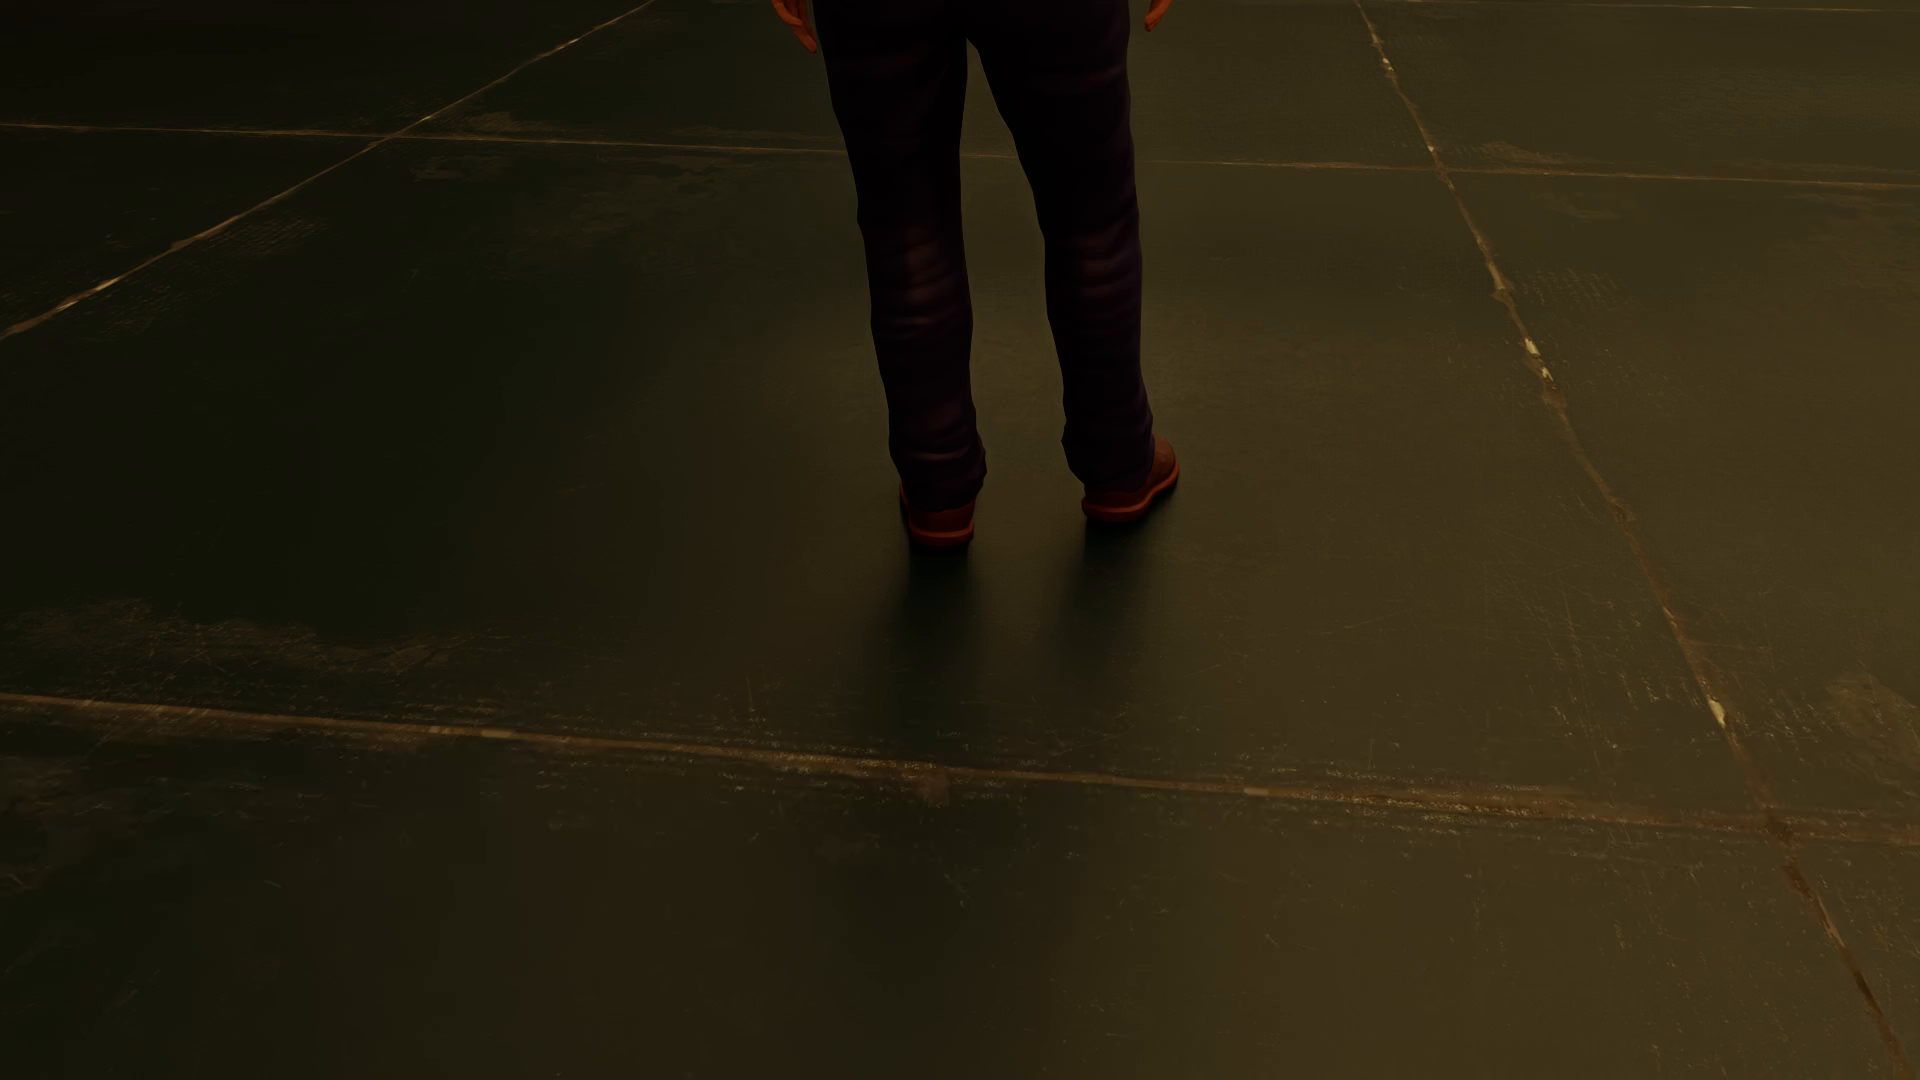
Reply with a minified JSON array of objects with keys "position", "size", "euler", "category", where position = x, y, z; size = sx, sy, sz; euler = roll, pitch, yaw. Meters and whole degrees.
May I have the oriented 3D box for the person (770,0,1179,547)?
[{"position":[0.035,-0.783,2.205],"size":[0.598,1.651,0.503],"euler":[3,27,7],"category":"person"}]
